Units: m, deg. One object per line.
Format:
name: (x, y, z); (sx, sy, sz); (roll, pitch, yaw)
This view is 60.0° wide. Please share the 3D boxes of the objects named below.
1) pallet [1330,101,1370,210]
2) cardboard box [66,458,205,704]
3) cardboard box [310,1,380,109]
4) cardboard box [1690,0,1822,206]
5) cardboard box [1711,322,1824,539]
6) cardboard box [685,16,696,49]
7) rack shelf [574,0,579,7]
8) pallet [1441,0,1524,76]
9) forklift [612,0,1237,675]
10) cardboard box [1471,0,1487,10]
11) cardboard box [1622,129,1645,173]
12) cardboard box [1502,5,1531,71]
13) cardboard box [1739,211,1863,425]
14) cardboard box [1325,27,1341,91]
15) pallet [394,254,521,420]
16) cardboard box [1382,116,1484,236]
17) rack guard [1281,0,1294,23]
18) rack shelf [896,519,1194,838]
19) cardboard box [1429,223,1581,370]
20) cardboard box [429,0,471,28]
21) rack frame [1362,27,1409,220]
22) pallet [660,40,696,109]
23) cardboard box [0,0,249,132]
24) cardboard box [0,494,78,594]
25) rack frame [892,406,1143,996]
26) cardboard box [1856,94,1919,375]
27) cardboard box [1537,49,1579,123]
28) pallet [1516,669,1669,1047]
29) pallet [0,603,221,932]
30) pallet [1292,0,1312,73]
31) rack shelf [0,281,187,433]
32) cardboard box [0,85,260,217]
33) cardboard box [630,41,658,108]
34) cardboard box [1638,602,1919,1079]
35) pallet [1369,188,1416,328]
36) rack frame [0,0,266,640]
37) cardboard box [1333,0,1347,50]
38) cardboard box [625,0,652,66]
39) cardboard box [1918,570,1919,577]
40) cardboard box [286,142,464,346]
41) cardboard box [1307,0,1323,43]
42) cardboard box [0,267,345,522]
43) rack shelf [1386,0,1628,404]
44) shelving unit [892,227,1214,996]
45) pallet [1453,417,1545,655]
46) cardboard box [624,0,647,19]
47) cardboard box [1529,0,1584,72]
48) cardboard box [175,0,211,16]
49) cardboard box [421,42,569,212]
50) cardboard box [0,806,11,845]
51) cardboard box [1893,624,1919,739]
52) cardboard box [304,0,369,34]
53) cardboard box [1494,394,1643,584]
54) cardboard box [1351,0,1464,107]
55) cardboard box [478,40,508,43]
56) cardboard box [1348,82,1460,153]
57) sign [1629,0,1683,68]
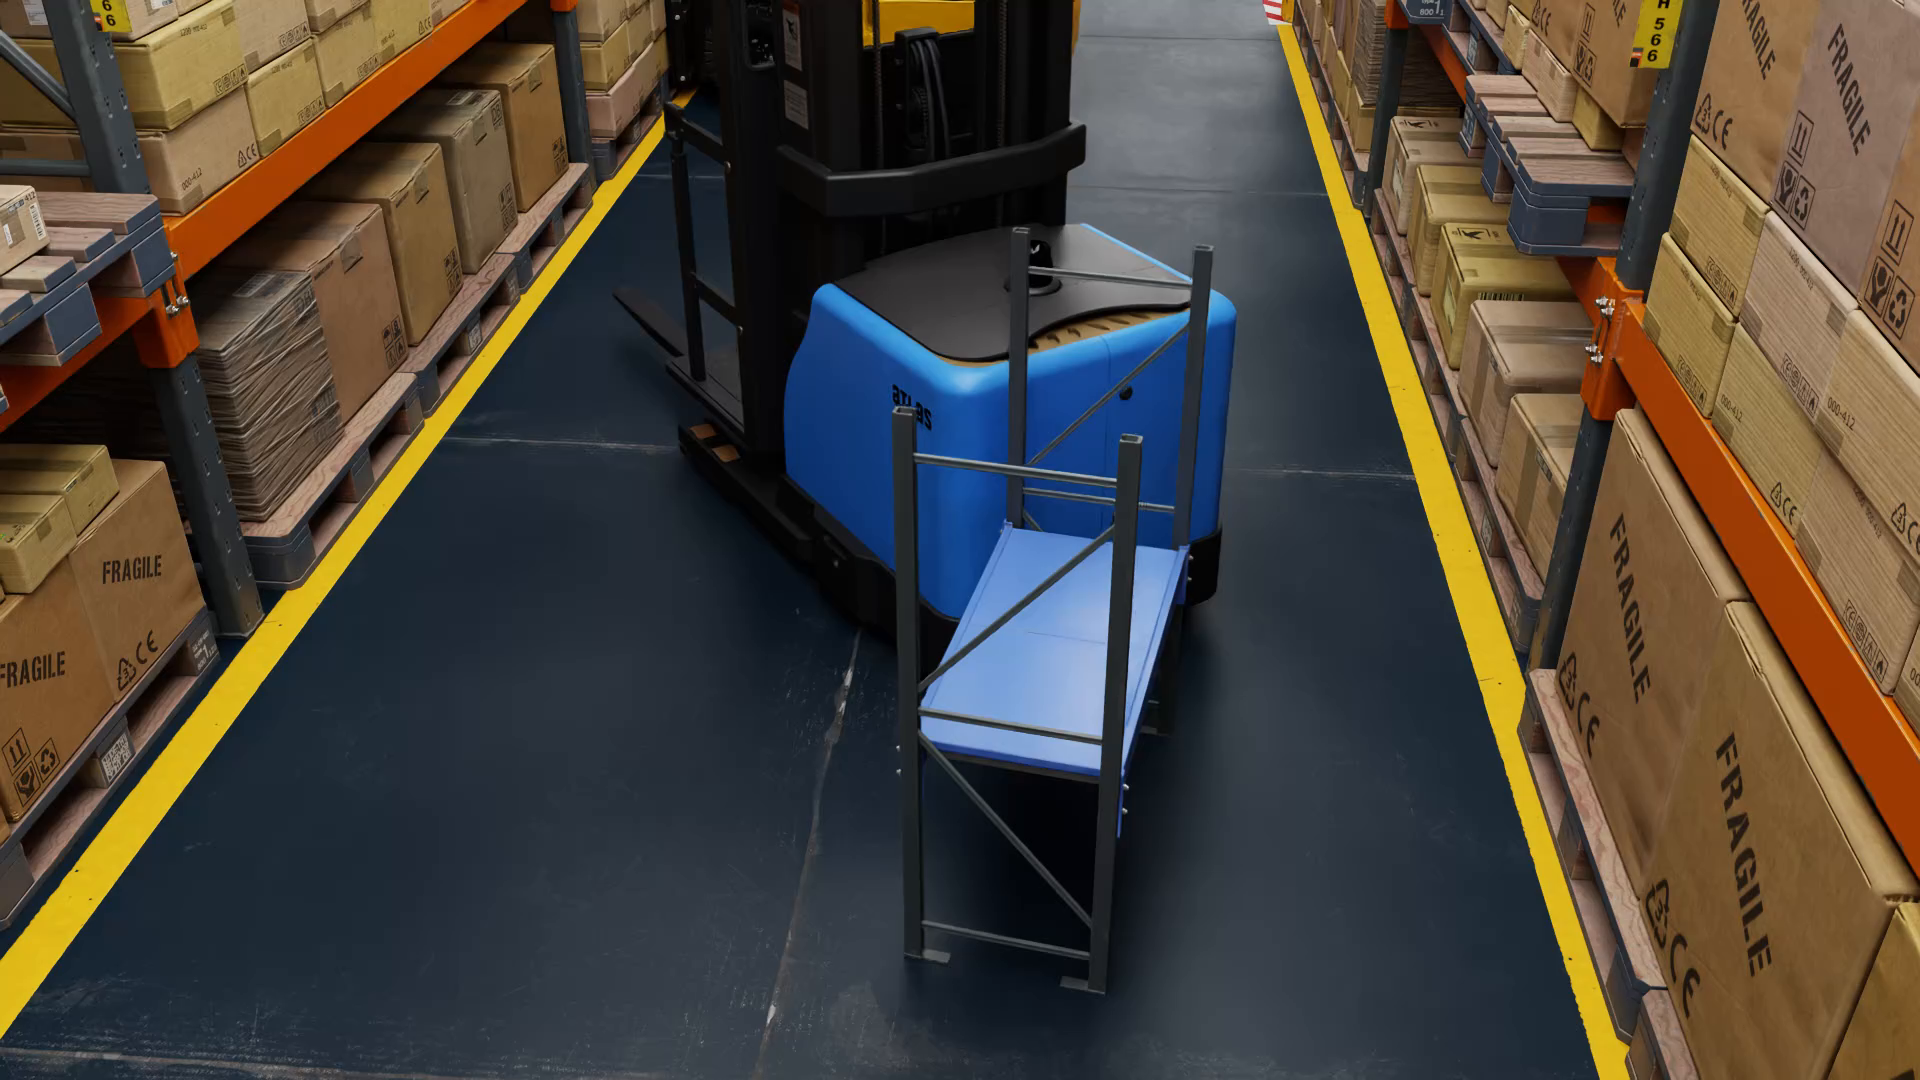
pallet: (2.559, -2.063, 8.896); (1.003, 0.211, 1.213); (2, 32, 4)
cardboard box: (-2.554, 0.100, 4.711); (0.500, 0.500, 0.500); (3, 32, 5)
cardboard box: (-2.374, -1.706, 5.802); (0.500, 0.250, 0.500); (1, 32, 2)
cardboard box: (1.930, -1.026, 3.508); (0.500, 0.500, 0.500); (1, 32, 2)
cardboard box: (1.899, -0.227, 3.403); (0.500, 0.250, 0.500); (2, 32, 3)
cardboard box: (-1.926, -3.154, 10.230); (0.500, 0.250, 0.500); (3, 32, 6)
rack shelf: (-2.246, -3.847, 9.819); (1.077, 0.370, 4.000); (2, 32, 4)
pallet: (2.334, -1.761, 5.931); (1.003, 0.211, 1.213); (2, 32, 4)
forklift: (-0.384, -1.545, 5.463); (1.130, 2.935, 3.031); (-18, 36, -27)
cardboard box: (2.045, -2.013, 5.997); (0.380, 0.149, 0.250); (4, 32, 6)
cardboard box: (2.006, -1.059, 4.448); (0.380, 0.149, 0.250); (4, 32, 6)
cardboard box: (1.968, -1.612, 5.345); (0.380, 0.149, 0.250); (3, 32, 5)
cardboard box: (1.883, -0.430, 3.255); (0.500, 0.250, 0.500); (3, 32, 5)
cardboard box: (2.399, -2.770, 9.607); (0.500, 0.250, 0.500); (3, 32, 5)
pallet: (-2.526, -0.893, 6.999); (1.003, 0.211, 1.213); (2, 32, 4)
cardboard box: (2.499, -1.683, 7.726); (0.950, 0.372, 0.625); (3, 32, 5)
rack guard: (2.859, -3.885, 11.577); (1.175, 0.500, 0.348); (2, 32, 4)
rack shelf: (0.242, 0.307, 4.165); (0.538, 0.185, 1.000); (8, 33, 13)
cardboard box: (2.389, -0.943, 6.526); (0.950, 0.372, 0.625); (3, 32, 6)
cardboard box: (-2.295, -2.247, 6.680); (0.500, 0.250, 0.500); (3, 32, 4)
rack frame: (2.539, -2.897, 7.592); (1.000, 3.000, 0.127); (2, 32, 4)
pallet: (-2.205, -2.974, 10.374); (1.003, 0.211, 1.213); (2, 32, 4)
cardboard box: (-2.430, -1.385, 4.805); (0.500, 0.250, 0.500); (2, 32, 4)
cardboard box: (-2.513, 0.007, 4.244); (0.380, 0.149, 0.250); (1, 32, 1)
rack frame: (0.110, 0.412, 3.653); (0.500, 1.500, 0.032); (8, 33, 13)
cardboard box: (1.841, -0.497, 2.648); (0.500, 0.500, 0.500); (3, 32, 5)
cardboard box: (1.931, -1.336, 4.897); (0.380, 0.149, 0.250); (2, 32, 4)
pallet: (2.074, 0.791, 4.266); (1.003, 0.211, 1.213); (2, 32, 4)
pallet: (-2.833, 0.560, 4.640); (1.003, 0.211, 1.213); (2, 32, 4)
pallet: (2.757, -3.339, 10.966); (1.003, 0.211, 1.213); (2, 32, 4)
rack shelf: (-2.897, 0.337, 3.031); (1.077, 0.370, 4.000); (2, 32, 4)
cardboard box: (-2.454, -1.173, 4.938); (0.500, 0.250, 0.500); (3, 32, 4)
cardboard box: (-2.013, -2.620, 9.363); (0.500, 0.250, 0.500); (2, 32, 3)
cardboard box: (1.998, 0.744, 3.308); (0.875, 0.875, 0.875); (3, 32, 5)
pallet: (2.477, -1.303, 7.663); (1.003, 0.211, 1.213); (2, 32, 4)
rack frame: (-2.734, -1.016, 4.539); (1.000, 3.000, 0.127); (2, 32, 4)
cardboard box: (2.400, -3.078, 9.392); (0.500, 0.500, 0.500); (4, 32, 7)
cardboard box: (-2.022, -2.831, 9.229); (0.500, 0.250, 0.500); (2, 32, 4)
cardboard box: (1.776, 0.095, 2.403); (0.500, 0.250, 0.500); (3, 32, 5)
cardboard box: (-2.570, -1.203, 6.706); (0.875, 0.625, 0.625); (1, 32, 2)
cardboard box: (2.474, -3.320, 10.499); (0.500, 0.250, 0.500); (4, 32, 6)
cardboard box: (-2.670, -0.509, 5.580); (0.875, 0.625, 0.625); (3, 32, 6)
rack shelf: (2.376, -1.545, 6.084); (1.077, 0.370, 4.000); (2, 32, 4)
shelving unit: (0.242, 0.154, 4.071); (0.538, 1.500, 1.048); (8, 33, 13)
pallet: (2.279, -0.027, 5.592); (1.003, 0.211, 1.213); (2, 32, 4)
cardboard box: (-2.005, -3.048, 9.104); (0.500, 0.250, 0.500); (3, 32, 4)
cardboard box: (2.005, -1.674, 4.828); (0.500, 0.500, 0.500); (2, 32, 3)
cardboard box: (-2.394, -1.628, 4.819); (0.380, 0.149, 0.250); (3, 32, 5)
cardboard box: (-2.440, -2.002, 8.002); (0.875, 0.625, 0.625); (4, 32, 6)
cardboard box: (-2.645, 0.635, 3.843); (0.500, 0.500, 0.500); (4, 32, 6)
cardboard box: (1.813, 0.305, 2.539); (0.500, 0.250, 0.500); (2, 32, 4)
cardboard box: (-2.352, -1.921, 5.674); (0.500, 0.250, 0.500); (2, 32, 3)
cardboard box: (2.269, -0.161, 5.256); (0.950, 0.372, 0.625); (0, 32, 1)
cardboard box: (2.320, -2.545, 8.527); (0.500, 0.500, 0.500); (2, 32, 3)
cardboard box: (-2.573, -2.592, 8.840); (0.500, 0.250, 0.500); (2, 32, 3)
cardboard box: (2.319, -2.226, 8.723); (0.500, 0.250, 0.500); (4, 32, 6)
sign: (1.672, -1.283, 3.945); (0.100, 0.325, 0.005); (2, 32, 4)
